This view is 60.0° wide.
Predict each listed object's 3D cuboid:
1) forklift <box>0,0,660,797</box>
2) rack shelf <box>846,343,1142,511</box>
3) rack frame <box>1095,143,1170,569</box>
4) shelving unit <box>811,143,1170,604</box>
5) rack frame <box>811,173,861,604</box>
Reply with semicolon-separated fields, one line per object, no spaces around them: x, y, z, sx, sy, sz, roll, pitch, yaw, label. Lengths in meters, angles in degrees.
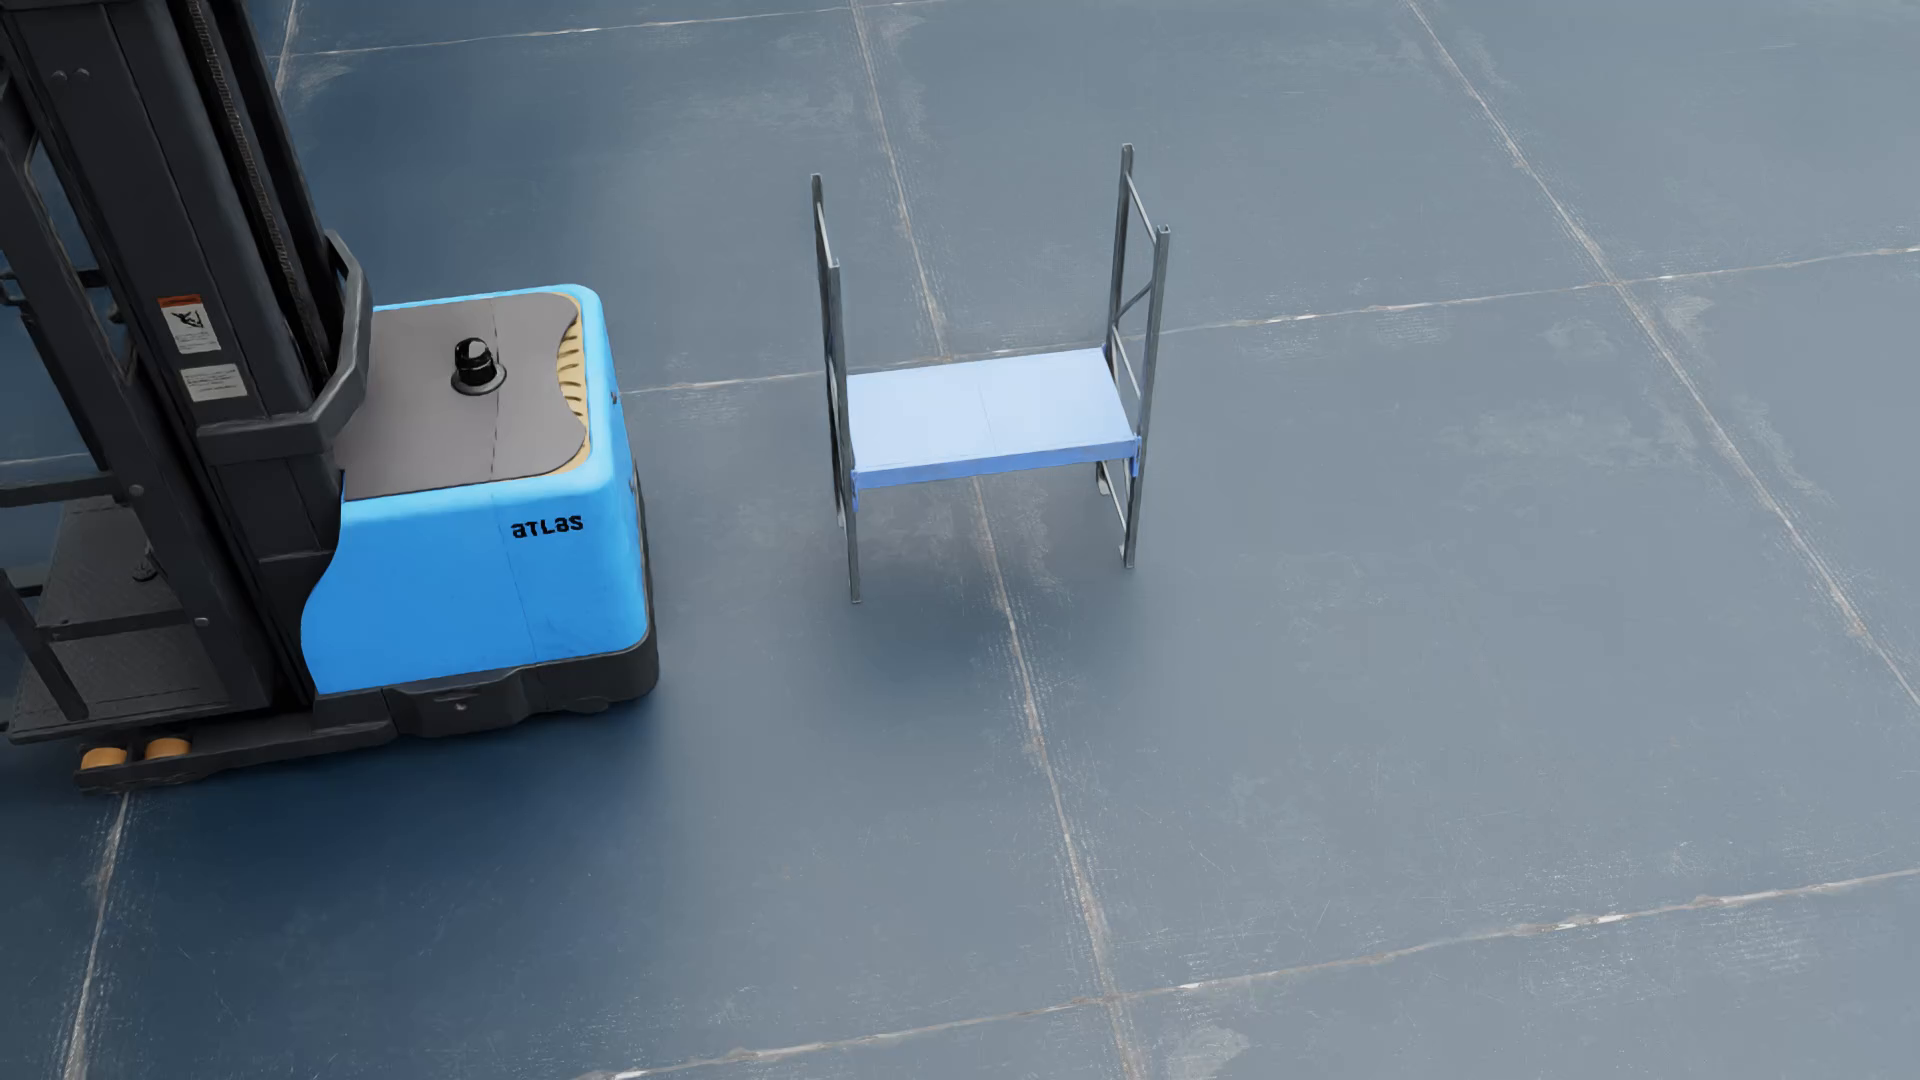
-2.600;-0.601;4.793;3.031;2.935;1.130;-8;47;-8;forklift
0.084;-0.406;5.850;1.000;0.185;0.538;-7;46;-7;rack shelf
0.585;-0.593;5.780;0.032;1.500;0.500;-7;46;-7;rack frame
0.084;-0.531;5.720;1.048;1.500;0.538;-7;46;-7;shelving unit
-0.417;-0.468;5.660;0.032;1.500;0.500;-7;46;-7;rack frame
